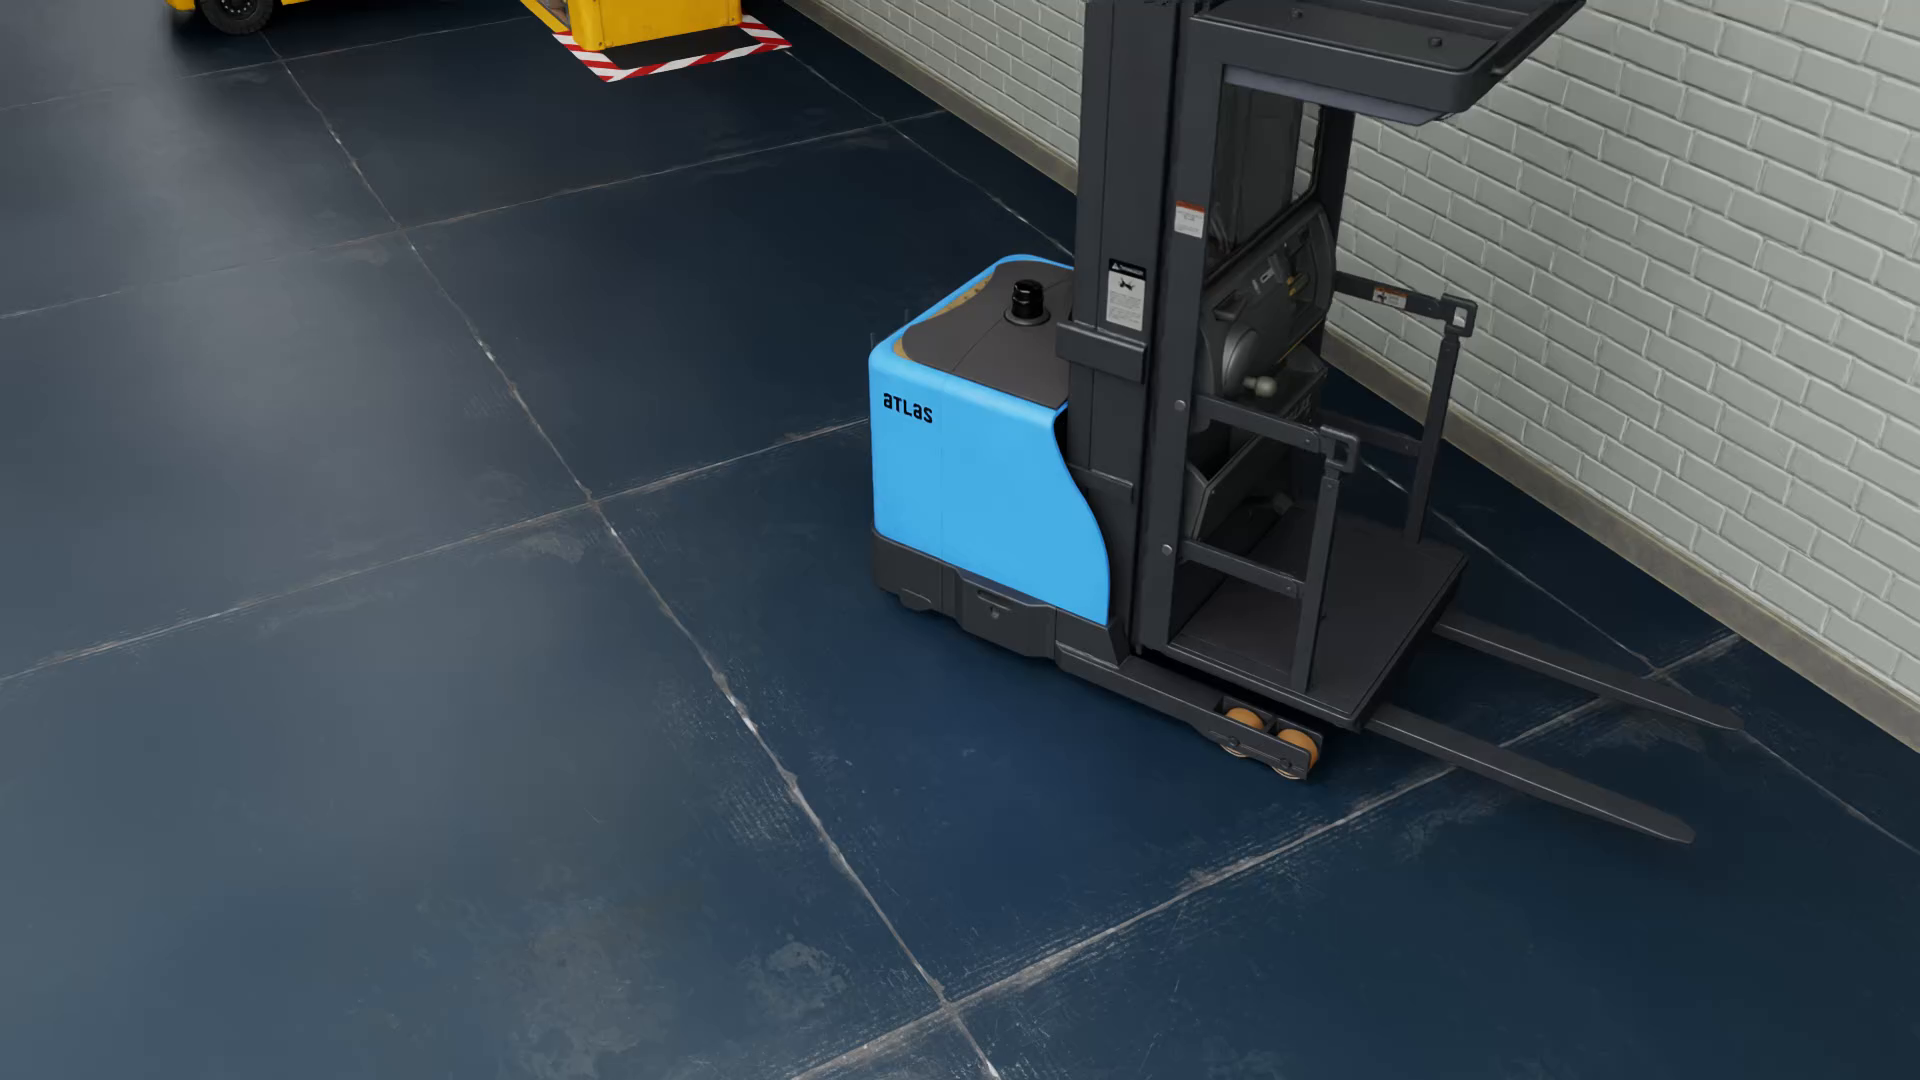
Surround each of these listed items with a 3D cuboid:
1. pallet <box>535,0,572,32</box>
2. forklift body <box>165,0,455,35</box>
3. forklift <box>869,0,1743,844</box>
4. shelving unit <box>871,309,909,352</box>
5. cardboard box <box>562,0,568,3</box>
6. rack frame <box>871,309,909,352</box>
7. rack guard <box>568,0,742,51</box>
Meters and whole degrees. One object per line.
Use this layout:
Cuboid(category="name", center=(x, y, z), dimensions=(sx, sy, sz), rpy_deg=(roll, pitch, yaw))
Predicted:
Cuboid(category="pallet", center=(-2.541, -4.042, 12.106), dimensions=(1.003, 0.211, 1.213), rpy_deg=(-19, 40, -24))
Cuboid(category="forklift body", center=(-4.650, -4.875, 11.601), dimensions=(2.313, 2.155, 1.214), rpy_deg=(-19, 40, -24))
Cuboid(category="forklift", center=(1.170, -0.733, 5.269), dimensions=(3.031, 2.935, 1.130), rpy_deg=(22, 41, 27))
Cuboid(category="shelving unit", center=(-0.184, -0.441, 6.591), dimensions=(0.210, 0.900, 0.258), rpy_deg=(22, 41, 27))
Cuboid(category="cardboard box", center=(-2.629, -3.996, 11.653), dimensions=(0.500, 0.250, 0.500), rpy_deg=(-19, 40, -24))
Cuboid(category="rack frame", center=(-0.268, -0.475, 6.637), dimensions=(0.006, 0.900, 0.240), rpy_deg=(22, 41, 27))
Cuboid(category="rack guard", center=(-2.108, -3.769, 11.487), dimensions=(1.175, 0.500, 0.348), rpy_deg=(-19, 40, -24))
